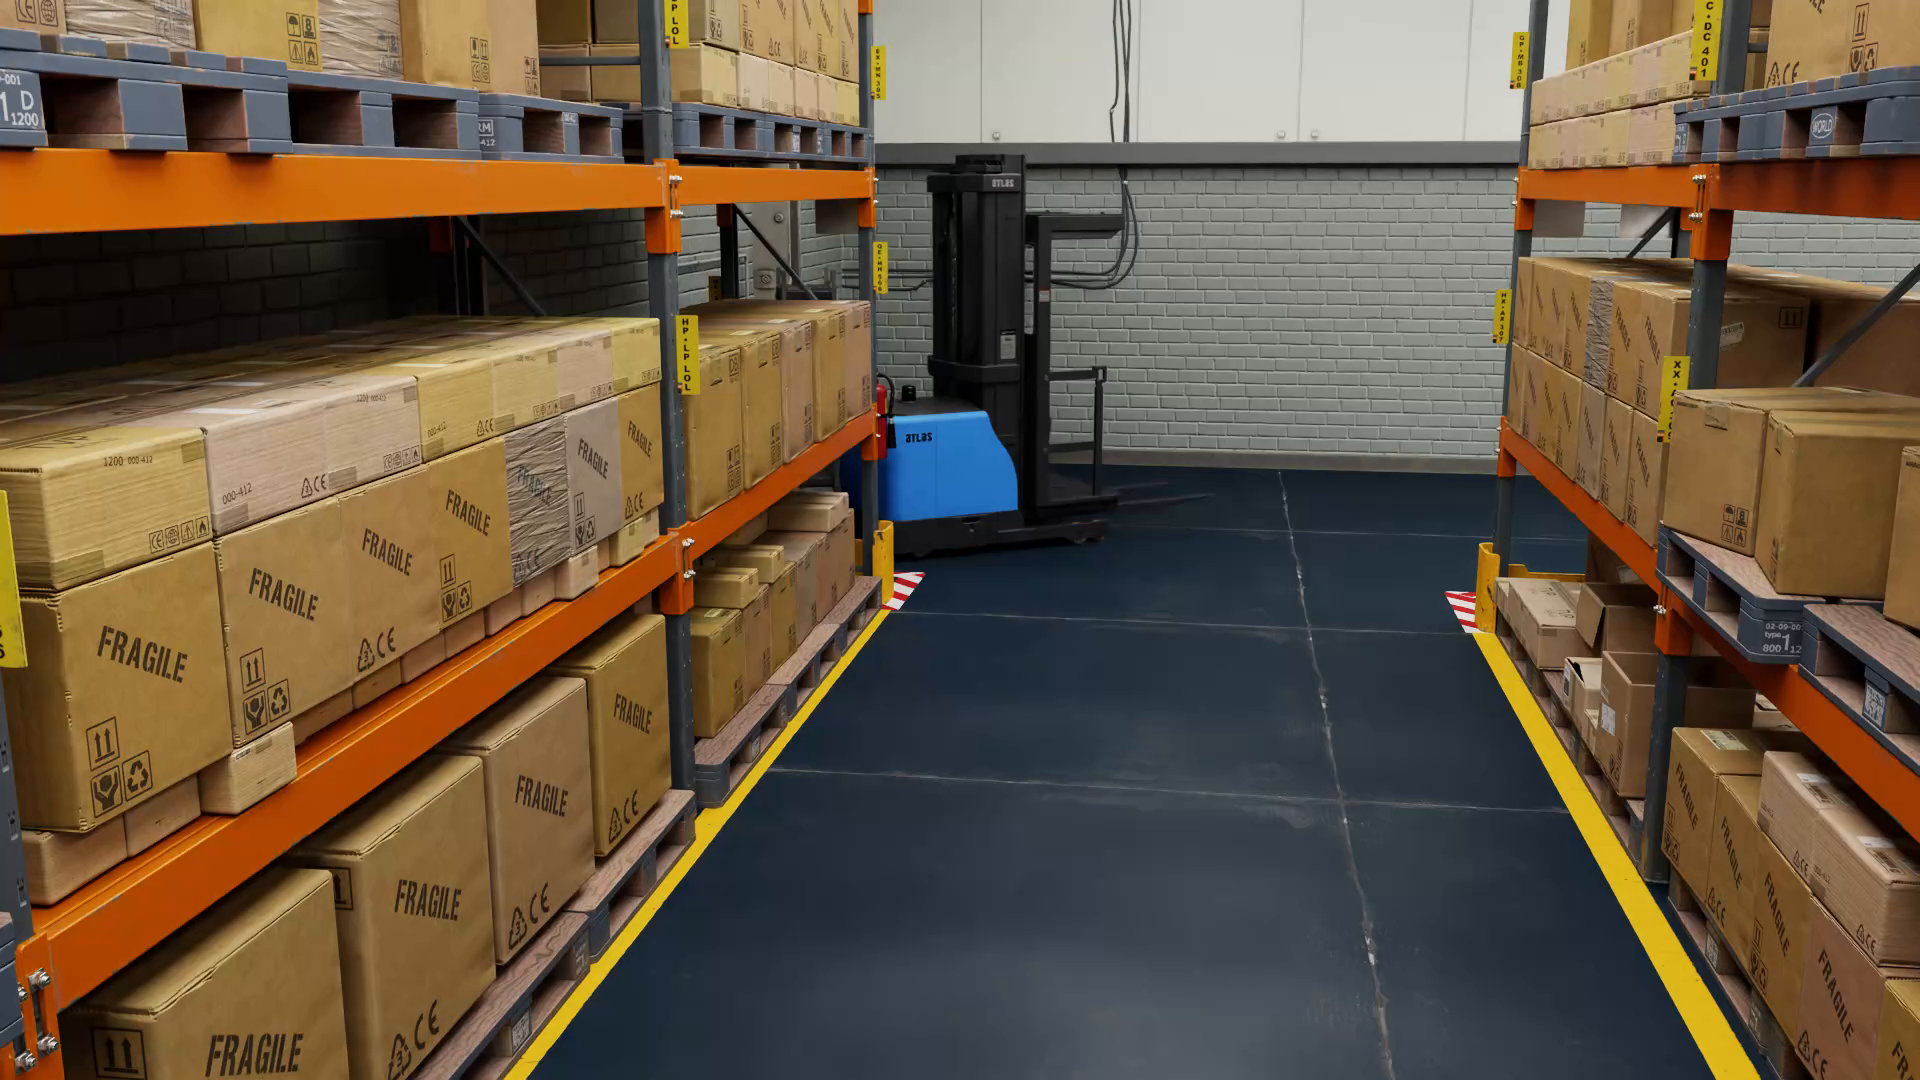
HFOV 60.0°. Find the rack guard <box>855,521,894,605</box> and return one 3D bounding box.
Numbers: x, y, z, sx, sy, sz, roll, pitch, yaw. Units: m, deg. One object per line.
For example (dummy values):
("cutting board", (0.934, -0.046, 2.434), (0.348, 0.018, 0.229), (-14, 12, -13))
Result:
("rack guard", (-1.043, 0.134, 11.185), (1.175, 0.500, 0.348), (2, 12, 9))

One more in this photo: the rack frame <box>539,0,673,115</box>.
("rack frame", (-1.662, -3.183, 6.403), (1.000, 3.000, 0.127), (2, 12, 9))

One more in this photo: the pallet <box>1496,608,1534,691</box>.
("pallet", (3.715, 0.622, 9.608), (1.003, 0.211, 1.213), (2, 12, 9))

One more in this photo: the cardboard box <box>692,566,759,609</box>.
("cardboard box", (-1.213, 0.231, 8.196), (0.380, 0.149, 0.250), (2, 12, 11))

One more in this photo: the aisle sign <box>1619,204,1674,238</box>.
("aisle sign", (4.162, -2.198, 9.903), (0.394, 0.787, 0.004), (2, 12, 9))

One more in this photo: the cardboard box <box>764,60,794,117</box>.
("cardboard box", (-1.131, -2.245, 8.294), (0.500, 0.250, 0.500), (2, 12, 7))

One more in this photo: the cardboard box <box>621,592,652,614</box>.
("cardboard box", (-1.664, 0.321, 7.782), (0.380, 0.149, 0.250), (2, 12, 8))

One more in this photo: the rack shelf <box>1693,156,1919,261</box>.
("rack shelf", (2.926, -0.789, 4.122), (1.077, 0.370, 4.000), (2, 12, 9))

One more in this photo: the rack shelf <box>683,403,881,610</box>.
("rack shelf", (-1.354, -0.315, 9.043), (1.077, 0.370, 4.000), (2, 12, 9))

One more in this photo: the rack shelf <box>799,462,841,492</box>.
("rack shelf", (-1.155, -0.303, 12.799), (0.431, 0.518, 0.480), (-2, 13, -10))

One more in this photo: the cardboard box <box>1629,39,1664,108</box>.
("cardboard box", (3.120, -1.942, 6.934), (0.500, 0.250, 0.500), (2, 12, 9))

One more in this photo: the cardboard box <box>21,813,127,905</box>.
("cardboard box", (-1.998, 0.634, 3.479), (0.380, 0.149, 0.250), (2, 12, 8))

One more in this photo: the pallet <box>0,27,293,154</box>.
("pallet", (-2.231, -0.927, 3.505), (1.213, 0.211, 1.003), (2, 12, 11))

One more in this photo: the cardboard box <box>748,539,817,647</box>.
("cardboard box", (-1.209, 0.292, 9.457), (0.700, 0.500, 0.500), (1, 12, 7))

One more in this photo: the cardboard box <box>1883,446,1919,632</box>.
("cardboard box", (3.023, 0.025, 4.523), (0.700, 0.500, 0.500), (-1, 12, -6))

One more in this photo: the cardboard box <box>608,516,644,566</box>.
("cardboard box", (-1.450, -0.004, 6.443), (0.380, 0.149, 0.250), (2, 12, 10))

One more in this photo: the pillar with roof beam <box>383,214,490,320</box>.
("pillar with roof beam", (1.845, -3.217, 6.562), (9.100, 9.000, 0.400), (2, 12, 9))

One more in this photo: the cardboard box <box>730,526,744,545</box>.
("cardboard box", (-1.427, -0.003, 9.284), (0.380, 0.149, 0.250), (2, 12, 9))

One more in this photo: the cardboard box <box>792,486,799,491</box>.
("cardboard box", (-1.234, -0.267, 10.509), (0.380, 0.149, 0.250), (2, 12, 9))

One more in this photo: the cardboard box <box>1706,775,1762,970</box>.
("cardboard box", (2.847, 1.120, 5.563), (0.500, 0.500, 0.500), (2, 12, 9))

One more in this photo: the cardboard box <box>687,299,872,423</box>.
("cardboard box", (-1.115, -1.123, 10.373), (0.980, 0.700, 0.700), (2, 12, 11))

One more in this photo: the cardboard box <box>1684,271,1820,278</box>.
("cardboard box", (3.821, -1.039, 8.085), (0.500, 0.500, 0.500), (2, 12, 10))

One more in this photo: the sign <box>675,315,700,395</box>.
("sign", (-1.124, -0.762, 6.849), (0.100, 0.325, 0.005), (2, 12, 9))

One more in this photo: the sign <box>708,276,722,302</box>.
("sign", (-1.594, -1.564, 10.888), (0.100, 0.325, 0.005), (2, 12, 9))

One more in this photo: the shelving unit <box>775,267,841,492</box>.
("shelving unit", (-1.155, -1.000, 12.646), (0.431, 2.100, 0.503), (-2, 13, -10))

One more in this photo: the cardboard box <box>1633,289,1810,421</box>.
("cardboard box", (3.055, -0.742, 6.705), (0.500, 0.500, 0.500), (2, 12, 9))

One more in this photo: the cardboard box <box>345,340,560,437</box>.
("cardboard box", (-1.648, -0.503, 5.437), (0.500, 0.250, 0.500), (2, 12, 10))

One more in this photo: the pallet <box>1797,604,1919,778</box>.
("pallet", (2.913, 0.431, 4.329), (1.003, 0.211, 1.213), (2, 12, 9))

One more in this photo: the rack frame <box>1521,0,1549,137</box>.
("rack frame", (3.848, -3.856, 9.525), (1.000, 3.000, 0.127), (2, 12, 9))

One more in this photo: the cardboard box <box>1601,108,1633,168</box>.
("cardboard box", (3.201, -1.802, 7.469), (0.500, 0.250, 0.500), (2, 12, 9))

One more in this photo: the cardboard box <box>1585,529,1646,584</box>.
("cardboard box", (4.008, 0.205, 9.812), (0.500, 0.500, 0.500), (2, 12, 9))

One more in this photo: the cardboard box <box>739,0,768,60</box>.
("cardboard box", (-1.202, -2.511, 7.745), (0.500, 0.500, 0.500), (2, 12, 7))

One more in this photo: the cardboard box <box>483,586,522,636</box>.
("cardboard box", (-1.673, 0.205, 5.470), (0.380, 0.149, 0.250), (2, 12, 7))

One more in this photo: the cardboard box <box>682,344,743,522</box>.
("cardboard box", (-1.562, -0.509, 7.525), (0.980, 0.700, 0.700), (2, 12, 10))

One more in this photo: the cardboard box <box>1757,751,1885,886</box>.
("cardboard box", (2.764, 0.851, 5.035), (0.500, 0.250, 0.500), (2, 12, 9))

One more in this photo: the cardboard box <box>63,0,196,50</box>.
("cardboard box", (-2.230, -1.363, 3.795), (0.700, 0.500, 0.500), (1, 12, 6))

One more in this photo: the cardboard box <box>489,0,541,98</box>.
("cardboard box", (-1.906, -1.801, 5.829), (0.700, 0.500, 0.500), (1, 12, 6))

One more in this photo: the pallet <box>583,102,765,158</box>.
("pallet", (-1.526, -1.843, 7.517), (1.003, 0.211, 1.213), (2, 12, 9))

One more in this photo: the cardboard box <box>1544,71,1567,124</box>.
("cardboard box", (3.428, -2.358, 8.866), (0.500, 0.250, 0.500), (2, 12, 9))

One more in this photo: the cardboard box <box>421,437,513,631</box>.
("cardboard box", (-1.710, -0.035, 5.046), (0.500, 0.500, 0.500), (2, 12, 10))

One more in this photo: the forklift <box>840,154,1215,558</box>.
("forklift", (0.600, -1.500, 12.995), (3.031, 2.935, 1.130), (-6, 14, -27))

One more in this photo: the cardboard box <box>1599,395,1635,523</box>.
("cardboard box", (3.135, -0.359, 7.303), (0.500, 0.500, 0.500), (2, 12, 10))

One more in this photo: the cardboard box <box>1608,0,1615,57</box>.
("cardboard box", (3.654, -2.611, 8.258), (0.700, 0.500, 0.500), (2, 12, 9))

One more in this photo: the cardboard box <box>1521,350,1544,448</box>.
("cardboard box", (3.446, -0.781, 9.259), (0.500, 0.500, 0.500), (2, 12, 8))

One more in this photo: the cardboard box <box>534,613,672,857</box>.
("cardboard box", (-1.633, 0.735, 6.570), (0.750, 0.750, 0.750), (2, 12, 9))

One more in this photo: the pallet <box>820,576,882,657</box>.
("pallet", (-1.092, 0.449, 10.408), (1.003, 0.211, 1.213), (2, 12, 9))

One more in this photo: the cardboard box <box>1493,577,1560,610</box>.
("cardboard box", (3.445, 0.331, 10.059), (0.380, 0.149, 0.250), (2, 12, 9))

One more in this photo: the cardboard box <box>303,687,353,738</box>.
("cardboard box", (-1.878, 0.419, 4.478), (0.380, 0.149, 0.250), (2, 12, 10))

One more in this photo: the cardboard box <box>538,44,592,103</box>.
("cardboard box", (-1.788, -2.048, 7.376), (0.500, 0.250, 0.500), (2, 12, 9))

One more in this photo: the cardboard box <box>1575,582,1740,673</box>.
("cardboard box", (3.517, 0.523, 8.326), (0.797, 0.503, 0.637), (2, 12, 9))

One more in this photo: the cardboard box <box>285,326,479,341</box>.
("cardboard box", (-2.064, -0.625, 6.000), (0.500, 0.250, 0.500), (2, 12, 9))

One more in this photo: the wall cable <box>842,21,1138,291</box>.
("wall cable", (0.176, -3.664, 16.003), (3.097, 2.526, 0.112), (2, 12, 9))

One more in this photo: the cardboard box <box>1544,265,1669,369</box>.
("cardboard box", (3.365, -1.164, 8.664), (0.500, 0.500, 0.500), (2, 12, 9))

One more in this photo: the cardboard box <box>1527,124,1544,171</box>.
("cardboard box", (3.518, -2.218, 9.399), (0.500, 0.250, 0.500), (2, 12, 9))

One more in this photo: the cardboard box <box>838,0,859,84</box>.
("cardboard box", (-0.890, -2.936, 9.717), (0.500, 0.500, 0.500), (2, 12, 8))
